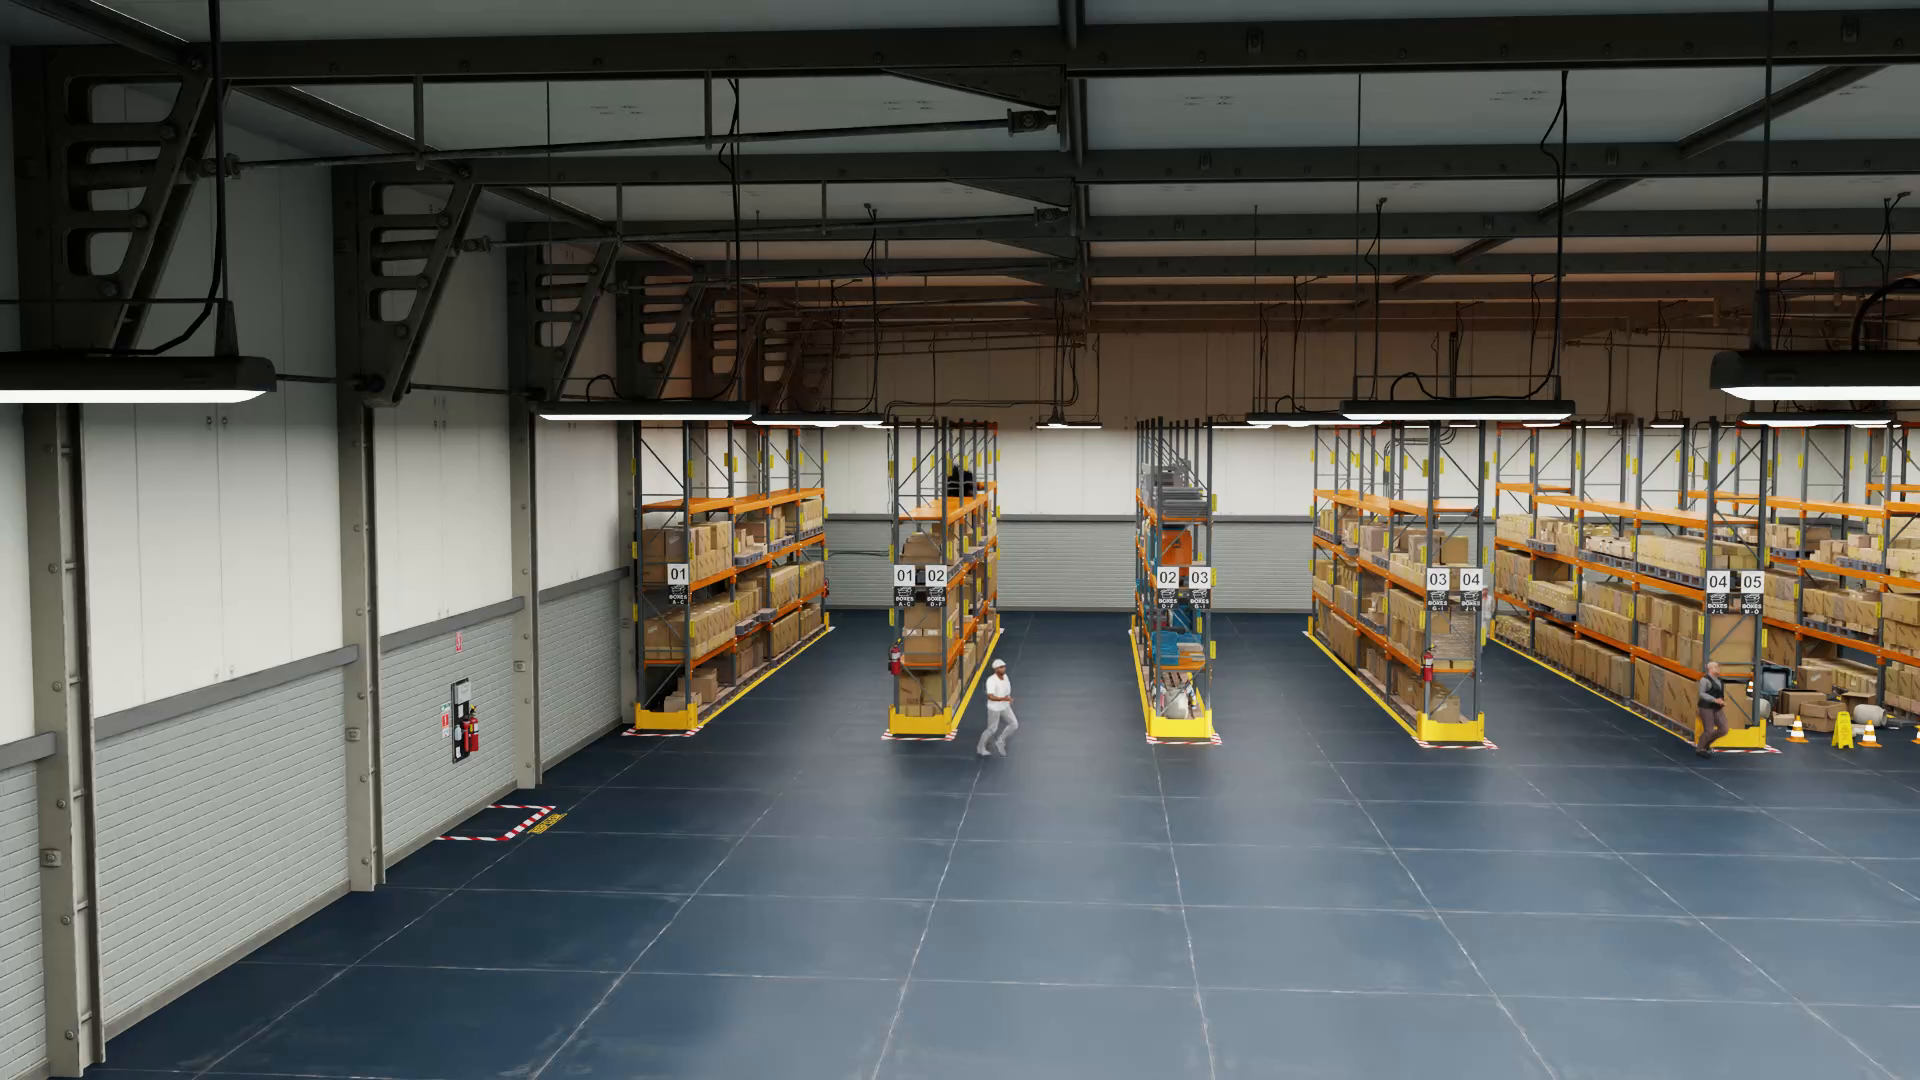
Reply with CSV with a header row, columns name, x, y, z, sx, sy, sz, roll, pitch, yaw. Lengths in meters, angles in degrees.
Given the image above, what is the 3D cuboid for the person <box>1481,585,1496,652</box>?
name,x,y,z,sx,sy,sz,roll,pitch,yaw
person,13.504,2.042,42.814,0.625,1.762,0.659,0,4,4

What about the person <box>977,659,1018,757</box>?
name,x,y,z,sx,sy,sz,roll,pitch,yaw
person,0.696,2.936,29.089,0.845,1.730,0.712,3,5,41

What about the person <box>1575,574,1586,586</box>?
name,x,y,z,sx,sy,sz,roll,pitch,yaw
person,17.564,1.749,47.254,0.738,1.734,0.667,0,4,2

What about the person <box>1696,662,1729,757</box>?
name,x,y,z,sx,sy,sz,roll,pitch,yaw
person,13.237,2.971,29.160,0.693,1.684,0.612,-2,4,-29
